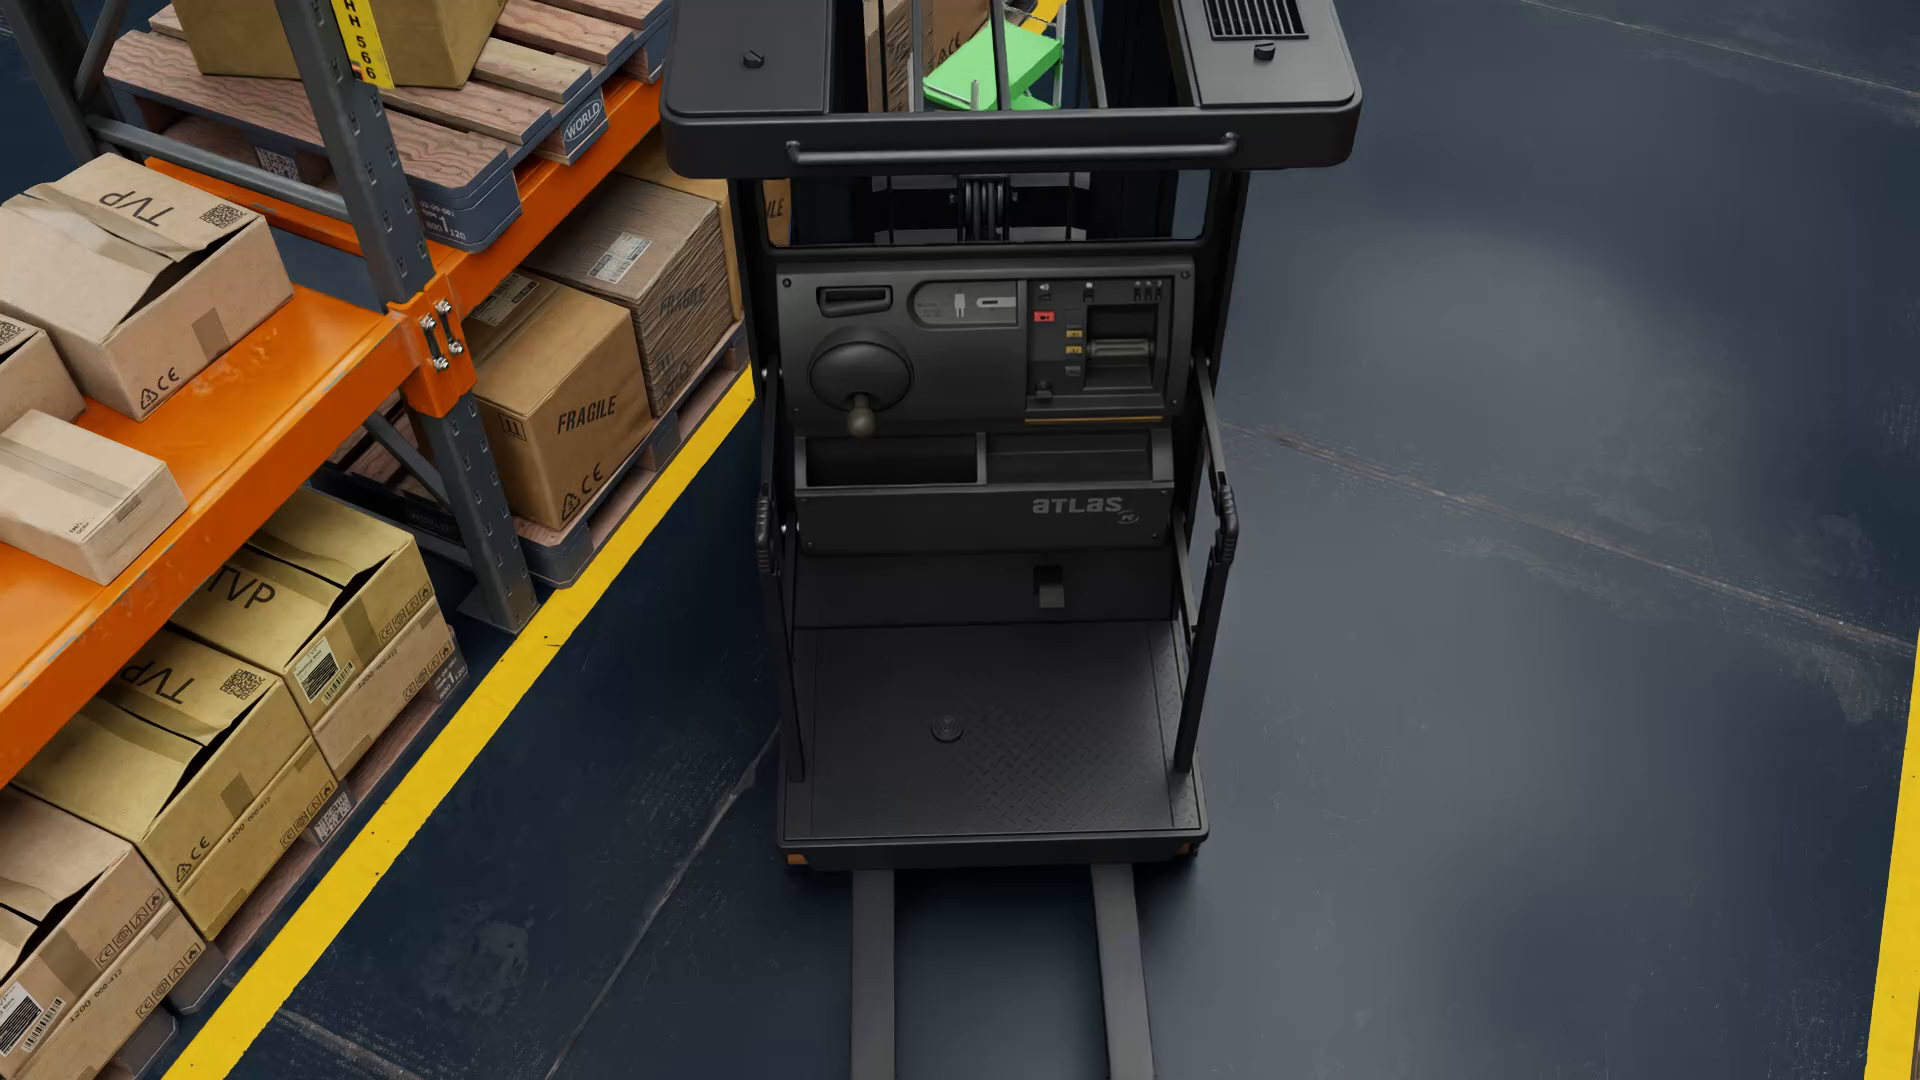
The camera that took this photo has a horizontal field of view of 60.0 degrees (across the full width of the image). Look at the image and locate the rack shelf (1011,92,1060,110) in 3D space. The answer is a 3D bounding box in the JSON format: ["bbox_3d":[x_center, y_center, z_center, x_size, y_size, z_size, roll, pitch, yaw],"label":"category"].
[{"bbox_3d":[0.085,-1.257,5.300,0.258,0.148,0.480,27,55,21],"label":"rack shelf"}]

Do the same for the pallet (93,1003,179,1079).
[{"bbox_3d":[-2.666,1.410,3.912,1.003,0.211,1.213,20,52,16],"label":"pallet"}]

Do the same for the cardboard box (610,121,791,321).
[{"bbox_3d":[-0.866,-1.144,5.606,0.500,0.500,0.500,19,52,16],"label":"cardboard box"}]

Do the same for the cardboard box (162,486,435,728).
[{"bbox_3d":[-1.757,0.129,4.332,0.500,0.311,0.500,21,53,17],"label":"cardboard box"}]

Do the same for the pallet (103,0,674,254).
[{"bbox_3d":[-1.530,-1.313,4.523,1.213,0.211,1.003,20,52,16],"label":"pallet"}]

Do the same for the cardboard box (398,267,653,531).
[{"bbox_3d":[-1.303,-0.438,5.006,0.500,0.500,0.500,22,53,18],"label":"cardboard box"}]

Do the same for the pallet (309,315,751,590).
[{"bbox_3d":[-1.403,-0.483,5.523,1.003,0.211,1.213,20,52,16],"label":"pallet"}]

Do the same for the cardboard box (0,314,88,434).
[{"bbox_3d":[-2.314,-0.303,3.597,0.500,0.311,0.500,19,52,16],"label":"cardboard box"}]

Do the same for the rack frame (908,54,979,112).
[{"bbox_3d":[-0.049,-0.988,5.303,0.240,1.200,0.015,27,55,21],"label":"rack frame"}]

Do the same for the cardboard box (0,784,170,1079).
[{"bbox_3d":[-2.192,0.836,3.731,0.500,0.311,0.500,19,52,16],"label":"cardboard box"}]

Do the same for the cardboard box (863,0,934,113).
[{"bbox_3d":[-0.433,-1.856,6.212,0.500,0.500,0.500,20,53,17],"label":"cardboard box"}]

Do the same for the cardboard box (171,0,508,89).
[{"bbox_3d":[-1.589,-1.524,4.236,0.700,0.500,0.500,4,50,4],"label":"cardboard box"}]

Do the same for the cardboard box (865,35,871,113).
[{"bbox_3d":[-0.648,-1.505,5.914,0.500,0.500,0.500,18,52,15],"label":"cardboard box"}]

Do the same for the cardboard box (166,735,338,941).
[{"bbox_3d":[-1.978,0.668,4.242,0.500,0.250,0.500,19,52,16],"label":"cardboard box"}]

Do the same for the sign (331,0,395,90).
[{"bbox_3d":[-1.253,-1.082,3.441,0.100,0.325,0.005,20,52,16],"label":"sign"}]

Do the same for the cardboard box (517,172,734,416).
[{"bbox_3d":[-1.085,-0.800,5.314,0.500,0.500,0.500,18,52,15],"label":"cardboard box"}]

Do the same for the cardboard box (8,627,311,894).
[{"bbox_3d":[-1.974,0.489,4.026,0.500,0.311,0.500,19,52,16],"label":"cardboard box"}]

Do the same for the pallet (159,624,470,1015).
[{"bbox_3d":[-2.143,0.573,4.624,1.003,0.211,1.213,20,52,16],"label":"pallet"}]

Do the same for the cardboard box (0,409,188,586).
[{"bbox_3d":[-1.891,-0.095,3.526,0.380,0.149,0.250,20,52,16],"label":"cardboard box"}]

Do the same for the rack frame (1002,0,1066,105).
[{"bbox_3d":[0.220,-1.298,5.567,0.240,1.200,0.015,27,55,21],"label":"rack frame"}]

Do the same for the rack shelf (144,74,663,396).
[{"bbox_3d":[-0.902,-2.029,5.480,1.077,0.370,4.000,20,52,16],"label":"rack shelf"}]

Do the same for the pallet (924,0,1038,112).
[{"bbox_3d":[-0.361,-2.163,6.952,1.003,0.211,1.213,20,52,16],"label":"pallet"}]

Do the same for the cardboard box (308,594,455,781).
[{"bbox_3d":[-1.761,0.311,4.545,0.500,0.250,0.500,21,53,17],"label":"cardboard box"}]

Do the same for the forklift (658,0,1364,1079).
[{"bbox_3d":[0.068,-0.330,3.606,1.130,2.935,3.031,-1,50,-1],"label":"forklift"}]

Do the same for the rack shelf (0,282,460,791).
[{"bbox_3d":[-2.611,0.725,3.136,1.077,0.370,4.000,20,52,16],"label":"rack shelf"}]

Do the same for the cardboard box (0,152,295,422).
[{"bbox_3d":[-1.951,-0.620,3.867,0.500,0.311,0.500,23,53,18],"label":"cardboard box"}]

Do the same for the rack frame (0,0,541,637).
[{"bbox_3d":[-1.756,-0.885,4.034,1.000,3.000,0.127,20,52,16],"label":"rack frame"}]

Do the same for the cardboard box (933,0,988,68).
[{"bbox_3d":[-0.218,-2.201,6.506,0.500,0.500,0.500,20,52,16],"label":"cardboard box"}]

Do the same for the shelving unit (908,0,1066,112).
[{"bbox_3d":[0.085,-1.143,5.435,0.258,1.200,0.503,27,55,21],"label":"shelving unit"}]

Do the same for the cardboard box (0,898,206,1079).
[{"bbox_3d":[-2.195,1.013,3.948,0.500,0.250,0.500,21,53,17],"label":"cardboard box"}]

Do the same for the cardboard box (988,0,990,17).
[{"bbox_3d":[0.001,-2.539,6.793,0.500,0.500,0.500,20,52,16],"label":"cardboard box"}]

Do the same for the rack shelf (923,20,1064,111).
[{"bbox_3d":[0.085,-1.412,5.118,0.258,0.148,0.480,27,55,21],"label":"rack shelf"}]
